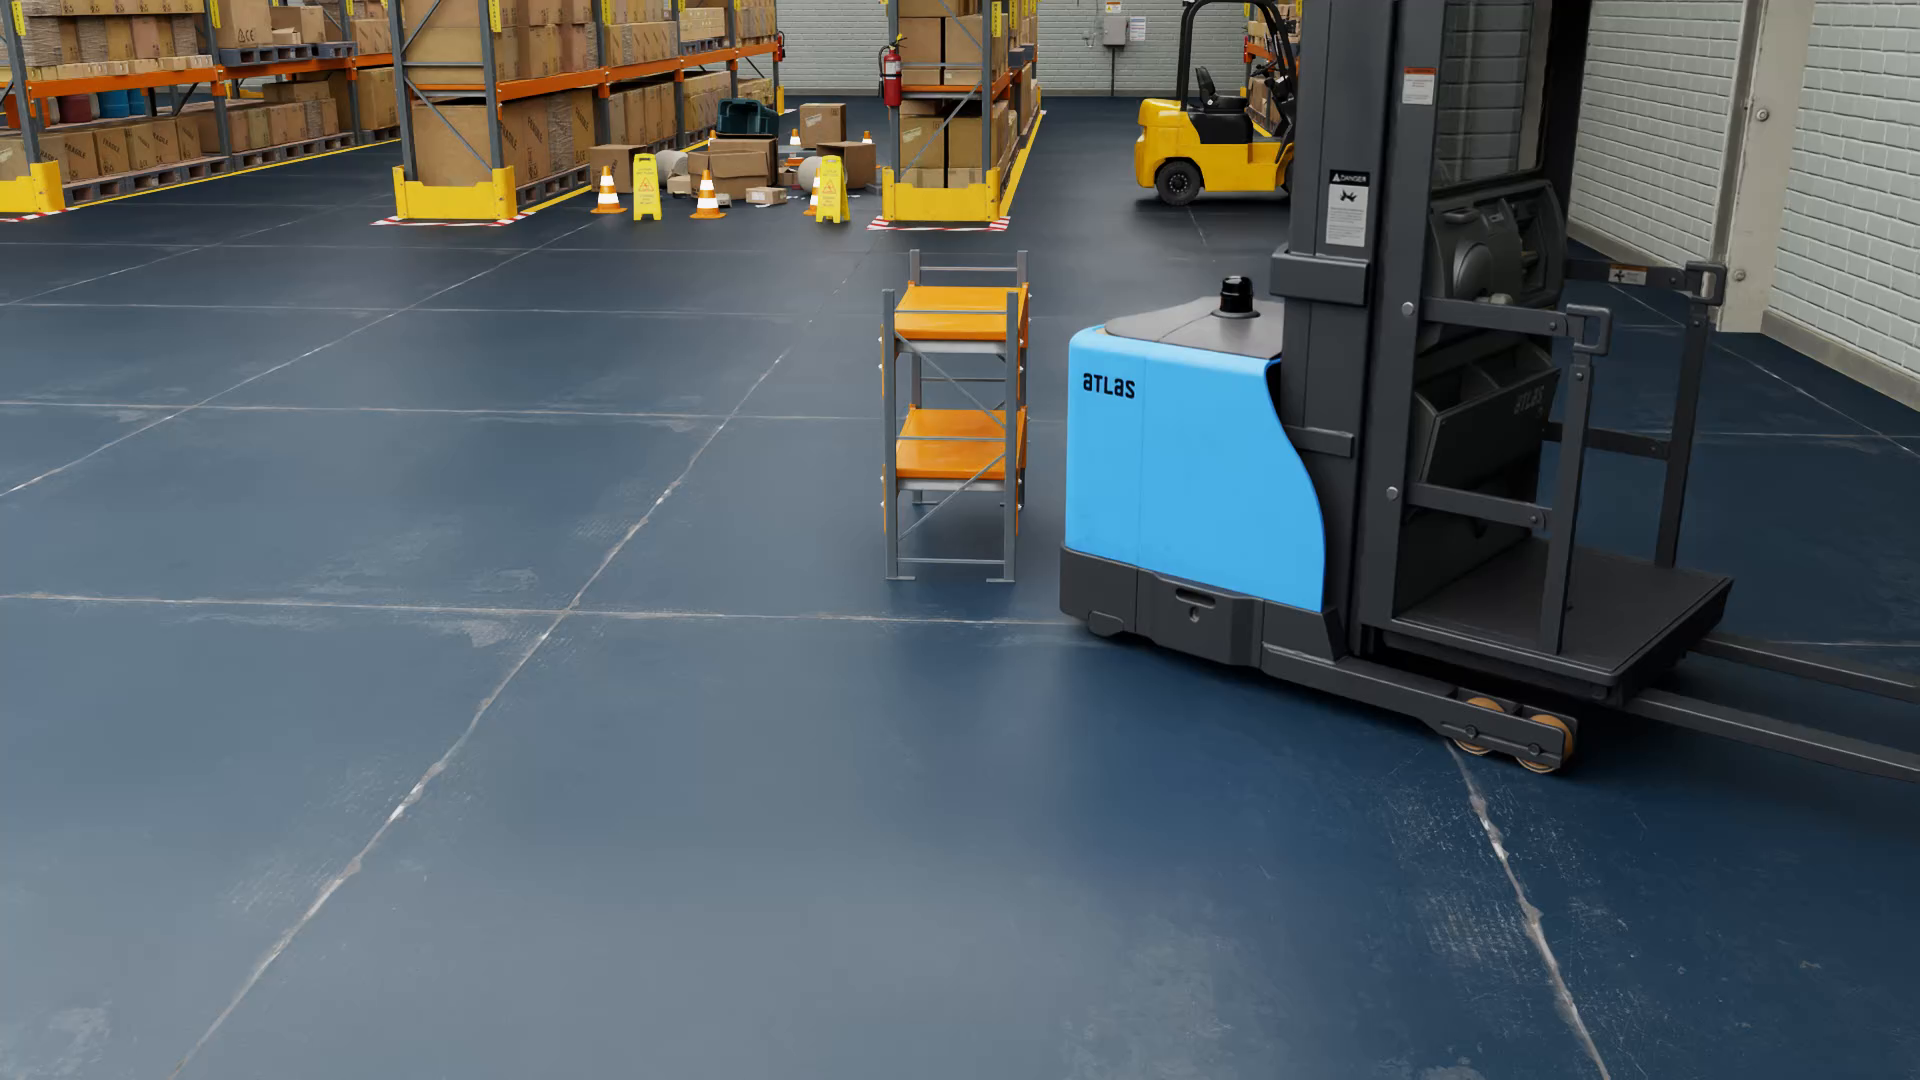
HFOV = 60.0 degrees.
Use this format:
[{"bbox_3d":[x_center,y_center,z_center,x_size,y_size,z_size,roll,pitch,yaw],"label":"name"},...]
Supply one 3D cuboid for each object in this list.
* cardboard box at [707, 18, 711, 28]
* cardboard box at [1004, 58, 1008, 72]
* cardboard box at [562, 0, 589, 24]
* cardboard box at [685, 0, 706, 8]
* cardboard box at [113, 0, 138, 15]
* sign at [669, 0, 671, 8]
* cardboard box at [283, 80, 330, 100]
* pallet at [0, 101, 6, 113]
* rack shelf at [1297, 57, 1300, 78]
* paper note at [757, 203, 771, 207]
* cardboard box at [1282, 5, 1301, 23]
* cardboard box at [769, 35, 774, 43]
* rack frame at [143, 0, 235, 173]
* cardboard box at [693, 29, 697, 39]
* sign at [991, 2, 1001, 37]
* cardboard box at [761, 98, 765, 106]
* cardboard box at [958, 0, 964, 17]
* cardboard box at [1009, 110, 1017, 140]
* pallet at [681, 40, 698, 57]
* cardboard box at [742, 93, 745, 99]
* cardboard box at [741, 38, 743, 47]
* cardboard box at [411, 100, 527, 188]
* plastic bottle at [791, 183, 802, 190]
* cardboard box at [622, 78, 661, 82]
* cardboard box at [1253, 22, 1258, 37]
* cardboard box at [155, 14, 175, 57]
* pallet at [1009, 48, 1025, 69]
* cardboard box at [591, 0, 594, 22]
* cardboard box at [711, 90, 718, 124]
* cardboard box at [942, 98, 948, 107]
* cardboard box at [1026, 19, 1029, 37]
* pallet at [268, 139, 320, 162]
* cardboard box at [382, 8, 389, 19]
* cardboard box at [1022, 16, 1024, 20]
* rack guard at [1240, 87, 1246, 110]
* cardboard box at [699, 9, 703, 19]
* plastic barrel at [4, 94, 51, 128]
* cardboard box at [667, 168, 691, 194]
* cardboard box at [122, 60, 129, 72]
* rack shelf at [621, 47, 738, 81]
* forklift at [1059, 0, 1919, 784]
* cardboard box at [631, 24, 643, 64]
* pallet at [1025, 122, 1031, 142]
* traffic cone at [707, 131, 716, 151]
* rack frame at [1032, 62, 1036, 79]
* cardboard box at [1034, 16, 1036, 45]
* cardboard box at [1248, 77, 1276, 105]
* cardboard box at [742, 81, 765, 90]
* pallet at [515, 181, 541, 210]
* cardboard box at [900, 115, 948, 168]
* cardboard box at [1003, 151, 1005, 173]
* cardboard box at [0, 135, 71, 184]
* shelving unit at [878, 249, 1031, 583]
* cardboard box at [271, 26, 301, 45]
[{"bbox_3d":[-4.182,-8.237,26.496,0.380,0.149,0.250,0,18,1],"label":"cardboard box"},{"bbox_3d":[0.364,-5.601,19.603,0.380,0.149,0.250,2,18,5],"label":"cardboard box"},{"bbox_3d":[-4.834,-6.281,19.299,0.875,0.550,0.550,1,18,4],"label":"cardboard box"},{"bbox_3d":[-4.513,-9.284,28.196,0.500,0.500,0.500,1,18,2],"label":"cardboard box"},{"bbox_3d":[-9.659,-6.178,18.716,0.500,0.500,0.500,1,18,4],"label":"cardboard box"},{"bbox_3d":[-4.819,-8.889,27.845,0.100,0.325,0.005,1,18,4],"label":"sign"},{"bbox_3d":[-9.522,-6.537,24.159,0.500,0.250,0.500,2,18,6],"label":"cardboard box"},{"bbox_3d":[-18.872,-8.479,32.460,1.003,0.211,1.213,1,18,4],"label":"pallet"},{"bbox_3d":[5.189,-6.074,21.799,1.077,0.370,4.000,1,18,4],"label":"rack shelf"},{"bbox_3d":[-2.110,-3.589,17.828,0.148,0.019,0.142,-5,19,-15],"label":"paper note"},{"bbox_3d":[5.265,-7.797,25.061,0.797,0.503,0.637,1,18,3],"label":"cardboard box"},{"bbox_3d":[-3.731,-9.484,31.452,0.380,0.149,0.250,1,18,4],"label":"cardboard box"},{"bbox_3d":[-9.790,-6.126,20.801,1.000,3.000,0.127,1,18,4],"label":"rack frame"},{"bbox_3d":[-4.257,-7.774,25.561,0.380,0.149,0.250,2,18,6],"label":"cardboard box"},{"bbox_3d":[0.349,-5.062,16.163,0.100,0.325,0.005,1,18,4],"label":"sign"},{"bbox_3d":[-3.802,-8.067,30.631,0.380,0.149,0.250,0,18,1],"label":"cardboard box"},{"bbox_3d":[-0.330,-5.647,17.095,0.700,0.500,0.500,1,18,4],"label":"cardboard box"},{"bbox_3d":[0.331,-5.922,23.726,0.950,0.372,0.625,0,18,0],"label":"cardboard box"},{"bbox_3d":[-4.619,-7.359,24.871,1.213,0.211,1.003,1,18,4],"label":"pallet"},{"bbox_3d":[-3.999,-7.801,29.339,0.380,0.149,0.250,0,18,1],"label":"cardboard box"},{"bbox_3d":[-3.994,-8.680,28.998,0.380,0.149,0.250,0,18,1],"label":"cardboard box"},{"bbox_3d":[-5.154,-4.143,17.489,0.875,0.875,0.875,1,18,4],"label":"cardboard box"},{"bbox_3d":[-1.869,-4.149,19.488,0.133,0.061,0.283,4,19,13],"label":"plastic bottle"},{"bbox_3d":[-4.776,-6.812,25.032,0.500,0.250,0.500,1,18,3],"label":"cardboard box"},{"bbox_3d":[5.536,-9.143,29.772,0.500,0.250,0.500,1,18,3],"label":"cardboard box"},{"bbox_3d":[-9.955,-6.022,19.845,0.875,0.500,0.500,1,18,4],"label":"cardboard box"},{"bbox_3d":[0.294,-6.048,20.870,1.003,0.211,1.213,1,18,4],"label":"pallet"},{"bbox_3d":[-4.820,-6.661,20.667,0.700,0.500,0.500,1,18,3],"label":"cardboard box"},{"bbox_3d":[-4.157,-6.926,26.583,0.500,0.500,0.500,1,18,3],"label":"cardboard box"},{"bbox_3d":[-0.338,-5.004,18.873,0.380,0.149,0.250,2,18,7],"label":"cardboard box"},{"bbox_3d":[0.799,-7.937,25.767,0.500,0.250,0.500,2,18,5],"label":"cardboard box"},{"bbox_3d":[-9.651,-5.422,23.133,1.003,0.211,1.213,1,18,4],"label":"pallet"},{"bbox_3d":[-9.344,-8.530,26.366,0.797,0.503,0.637,2,18,6],"label":"cardboard box"},{"bbox_3d":[0.686,-7.972,24.667,0.500,0.500,0.500,1,18,4],"label":"cardboard box"},{"bbox_3d":[5.900,-8.310,31.482,1.175,0.500,0.348,1,18,4],"label":"rack guard"},{"bbox_3d":[-4.223,-8.214,25.947,0.380,0.149,0.250,1,18,3],"label":"cardboard box"},{"bbox_3d":[-14.426,-6.799,25.667,0.600,0.830,0.708,1,18,4],"label":"plastic barrel"},{"bbox_3d":[-3.136,-4.110,19.038,0.396,0.266,0.258,4,19,13],"label":"cardboard box"},{"bbox_3d":[-9.729,-5.392,18.964,0.380,0.149,0.250,1,18,4],"label":"cardboard box"},{"bbox_3d":[-4.420,-7.505,26.166,1.077,0.370,4.000,1,18,4],"label":"rack shelf"},{"bbox_3d":[1.808,-0.899,4.959,3.031,2.935,1.130,15,23,38],"label":"forklift"},{"bbox_3d":[-4.470,-6.501,21.784,0.500,0.500,0.500,1,18,4],"label":"cardboard box"},{"bbox_3d":[0.603,-6.443,26.247,1.003,0.211,1.213,1,18,4],"label":"pallet"},{"bbox_3d":[-3.248,-5.161,21.930,0.336,0.463,0.334,1,18,4],"label":"traffic cone"},{"bbox_3d":[0.955,-9.632,31.500,1.000,3.000,0.127,1,18,4],"label":"rack frame"},{"bbox_3d":[1.082,-9.047,29.556,0.500,0.500,0.500,2,18,6],"label":"cardboard box"},{"bbox_3d":[5.767,-8.347,30.915,0.797,0.503,0.637,1,18,2],"label":"cardboard box"},{"bbox_3d":[-3.788,-8.344,30.520,0.380,0.149,0.250,2,18,6],"label":"cardboard box"},{"bbox_3d":[-5.158,-3.666,17.773,1.003,0.211,1.213,1,18,4],"label":"pallet"},{"bbox_3d":[-0.395,-4.166,17.357,0.500,0.500,0.500,1,18,4],"label":"cardboard box"},{"bbox_3d":[0.251,-4.284,18.923,0.500,0.250,0.500,2,18,5],"label":"cardboard box"},{"bbox_3d":[-10.015,-4.089,17.924,0.500,0.500,0.500,5,19,14],"label":"cardboard box"},{"bbox_3d":[0.000,-0.537,6.754,0.538,1.125,1.048,1,18,4],"label":"shelving unit"},{"bbox_3d":[-9.354,-6.980,22.949,0.396,0.266,0.258,1,18,2],"label":"cardboard box"}]
